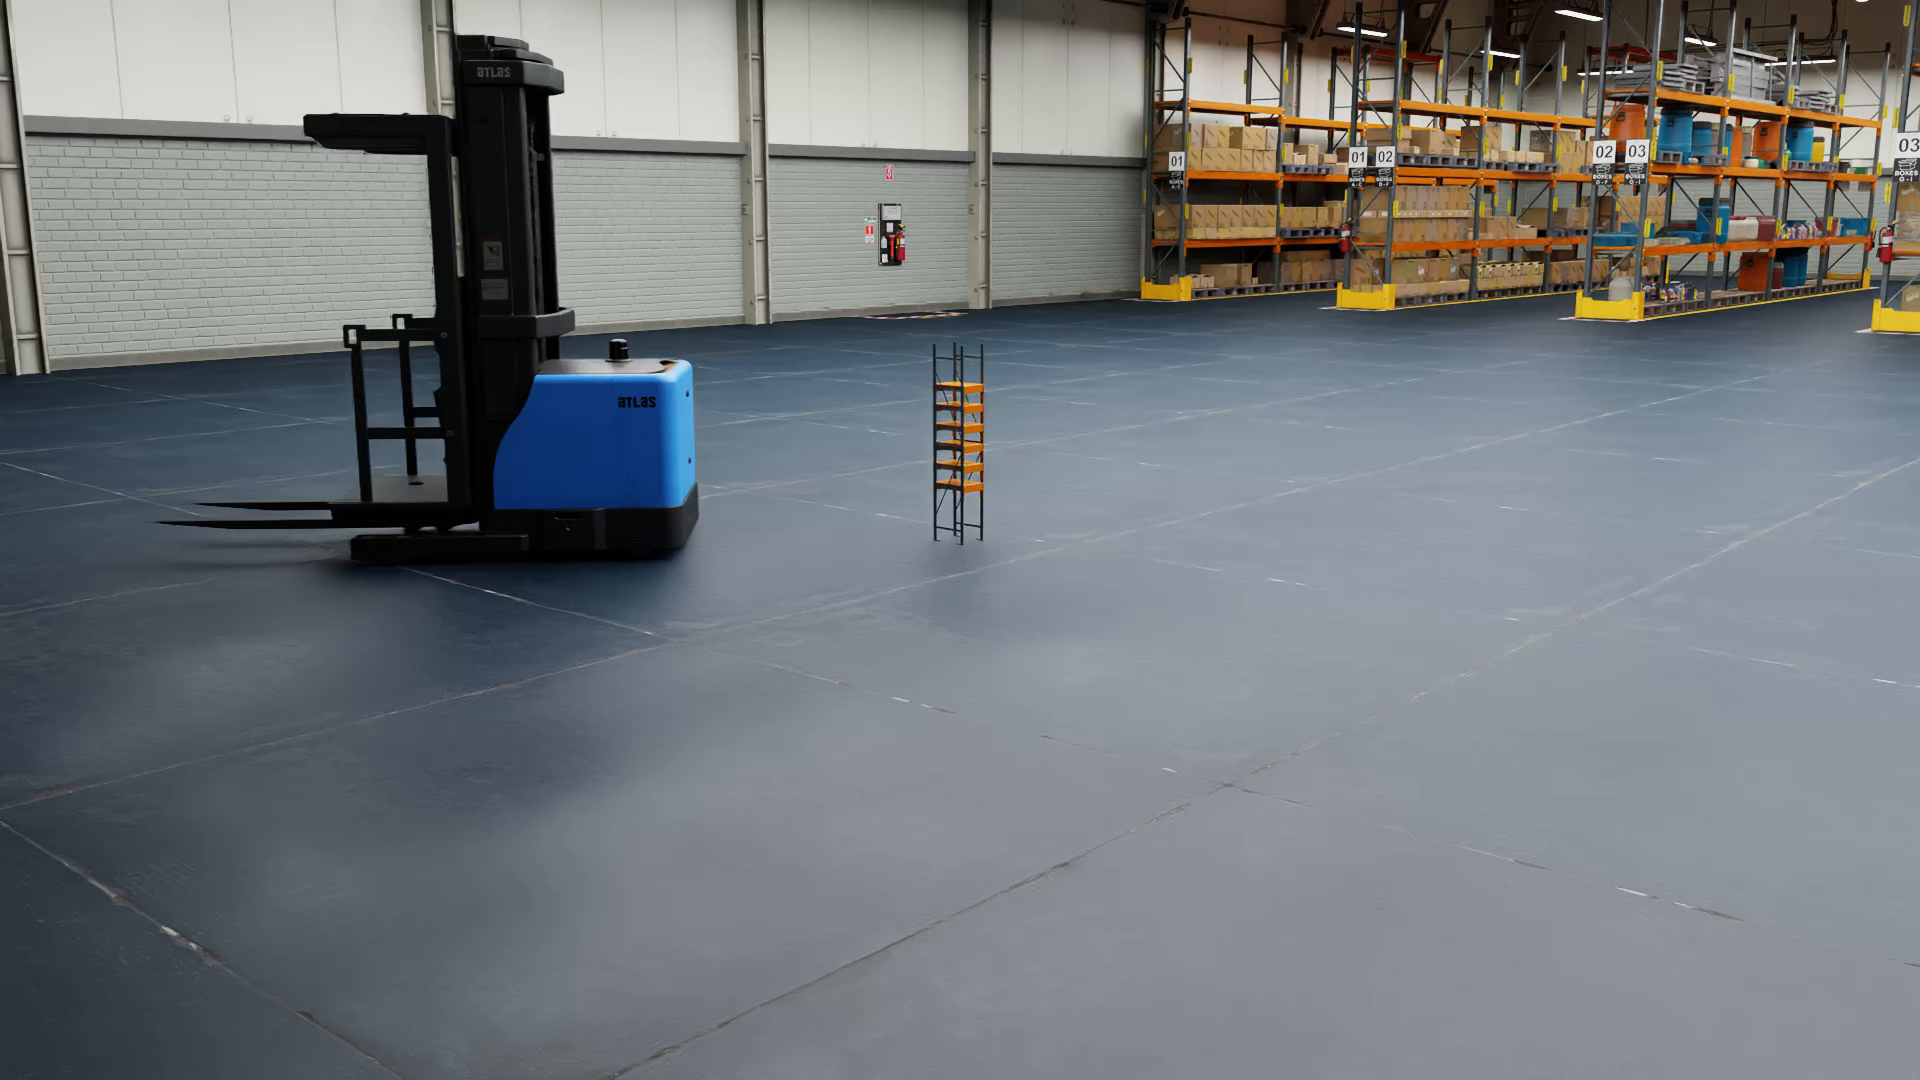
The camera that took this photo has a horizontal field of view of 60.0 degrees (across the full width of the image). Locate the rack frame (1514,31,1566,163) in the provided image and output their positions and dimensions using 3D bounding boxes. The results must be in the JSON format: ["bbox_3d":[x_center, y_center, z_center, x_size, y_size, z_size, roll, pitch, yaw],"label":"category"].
[{"bbox_3d":[13.553,-10.321,38.912,1.000,3.000,0.127,10,15,40],"label":"rack frame"}]

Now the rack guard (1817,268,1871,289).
[{"bbox_3d":[22.558,-6.695,42.454,1.175,0.500,0.348,10,15,40],"label":"rack guard"}]

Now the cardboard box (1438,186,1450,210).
[{"bbox_3d":[9.960,-7.262,35.344,0.700,0.500,0.500,10,15,40],"label":"cardboard box"}]

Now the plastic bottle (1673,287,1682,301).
[{"bbox_3d":[13.972,-4.799,32.410,0.152,0.276,0.135,10,15,41],"label":"plastic bottle"}]

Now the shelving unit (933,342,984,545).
[{"bbox_3d":[-0.010,-0.586,10.083,0.258,1.200,0.189,10,15,40],"label":"shelving unit"}]

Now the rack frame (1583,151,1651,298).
[{"bbox_3d":[11.990,-5.561,30.397,1.000,3.000,0.127,10,15,40],"label":"rack frame"}]

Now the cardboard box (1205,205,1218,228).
[{"bbox_3d":[5.423,-7.249,37.264,0.500,0.500,0.500,10,15,41],"label":"cardboard box"}]

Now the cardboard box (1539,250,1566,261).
[{"bbox_3d":[14.700,-7.065,41.269,0.500,0.250,0.500,9,15,39],"label":"cardboard box"}]

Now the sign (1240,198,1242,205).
[{"bbox_3d":[6.769,-8.070,40.000,0.100,0.325,0.005,10,15,40],"label":"sign"}]

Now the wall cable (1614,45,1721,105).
[{"bbox_3d":[21.144,-13.528,50.002,3.097,2.526,0.112,10,15,40],"label":"wall cable"}]

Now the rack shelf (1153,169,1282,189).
[{"bbox_3d":[5.868,-8.255,38.060,1.077,0.370,4.000,10,15,40],"label":"rack shelf"}]

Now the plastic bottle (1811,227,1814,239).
[{"bbox_3d":[19.653,-7.113,38.480,0.152,0.276,0.135,10,15,40],"label":"plastic bottle"}]

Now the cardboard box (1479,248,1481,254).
[{"bbox_3d":[14.775,-8.336,47.943,0.380,0.149,0.250,10,15,40],"label":"cardboard box"}]

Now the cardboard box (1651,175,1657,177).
[{"bbox_3d":[18.034,-9.697,43.826,0.500,0.250,0.500,10,15,40],"label":"cardboard box"}]

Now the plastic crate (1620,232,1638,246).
[{"bbox_3d":[12.529,-5.696,31.449,0.499,0.251,0.408,10,15,40],"label":"plastic crate"}]

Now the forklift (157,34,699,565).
[{"bbox_3d":[-3.142,-1.404,9.756,3.031,2.935,1.130,-1,11,-3],"label":"forklift"}]

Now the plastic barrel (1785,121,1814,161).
[{"bbox_3d":[18.900,-8.979,37.496,0.600,0.901,0.708,10,15,40],"label":"plastic barrel"}]

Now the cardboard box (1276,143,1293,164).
[{"bbox_3d":[7.610,-9.227,39.763,0.500,0.500,0.500,-9,15,-39],"label":"cardboard box"}]

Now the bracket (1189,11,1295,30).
[{"bbox_3d":[6.602,-12.158,38.919,0.076,0.066,4.783,10,15,40],"label":"bracket"}]

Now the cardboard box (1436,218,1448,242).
[{"bbox_3d":[9.947,-6.622,35.452,0.700,0.500,0.500,10,15,41],"label":"cardboard box"}]

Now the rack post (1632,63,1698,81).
[{"bbox_3d":[13.246,-8.755,31.264,0.937,0.300,0.954,9,15,39],"label":"rack post"}]

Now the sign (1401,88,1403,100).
[{"bbox_3d":[12.069,-12.161,45.332,0.100,0.325,0.005,10,15,40],"label":"sign"}]

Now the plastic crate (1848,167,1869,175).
[{"bbox_3d":[22.115,-9.100,40.999,0.450,0.188,0.336,10,15,40],"label":"plastic crate"}]

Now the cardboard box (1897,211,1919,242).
[{"bbox_3d":[16.094,-5.193,27.539,0.875,0.500,0.500,10,15,40],"label":"cardboard box"}]

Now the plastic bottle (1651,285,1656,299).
[{"bbox_3d":[13.781,-4.926,33.057,0.097,0.271,0.097,0,11,0],"label":"plastic bottle"}]

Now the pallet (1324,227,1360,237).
[{"bbox_3d":[9.439,-7.807,42.128,1.213,0.211,1.003,10,15,40],"label":"pallet"}]

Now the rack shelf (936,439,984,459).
[{"bbox_3d":[-0.010,-0.543,10.092,0.258,0.103,0.180,10,15,40],"label":"rack shelf"}]

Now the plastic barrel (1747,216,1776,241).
[{"bbox_3d":[17.192,-6.698,35.739,0.600,0.536,0.708,10,15,40],"label":"plastic barrel"}]

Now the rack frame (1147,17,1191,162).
[{"bbox_3d":[4.548,-9.784,36.223,1.000,3.000,0.127,10,15,40],"label":"rack frame"}]

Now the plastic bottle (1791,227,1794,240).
[{"bbox_3d":[18.659,-6.881,37.331,0.097,0.271,0.097,0,11,0],"label":"plastic bottle"}]

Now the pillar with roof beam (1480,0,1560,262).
[{"bbox_3d":[19.476,-12.091,47.771,9.100,9.000,0.548,10,15,40],"label":"pillar with roof beam"}]

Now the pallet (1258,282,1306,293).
[{"bbox_3d":[7.701,-6.178,40.604,1.003,0.211,1.213,10,15,40],"label":"pallet"}]

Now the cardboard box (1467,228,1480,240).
[{"bbox_3d":[11.204,-6.795,36.958,0.500,0.250,0.500,11,16,44],"label":"cardboard box"}]

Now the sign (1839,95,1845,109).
[{"bbox_3d":[20.323,-10.095,38.312,0.100,0.325,0.005,10,15,40],"label":"sign"}]

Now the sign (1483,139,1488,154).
[{"bbox_3d":[11.330,-8.483,35.842,0.100,0.325,0.005,10,15,40],"label":"sign"}]

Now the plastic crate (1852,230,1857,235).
[{"bbox_3d":[22.150,-7.672,41.485,0.396,0.136,0.243,10,15,40],"label":"plastic crate"}]

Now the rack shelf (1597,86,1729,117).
[{"bbox_3d":[13.310,-8.249,31.392,1.077,0.370,4.000,10,15,40],"label":"rack shelf"}]

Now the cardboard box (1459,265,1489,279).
[{"bbox_3d":[11.372,-5.952,36.869,0.500,0.311,0.500,10,15,41],"label":"cardboard box"}]

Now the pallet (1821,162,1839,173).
[{"bbox_3d":[19.467,-8.577,38.321,1.213,0.211,1.003,10,15,40],"label":"pallet"}]

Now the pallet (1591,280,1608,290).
[{"bbox_3d":[15.685,-6.476,42.095,1.003,0.211,1.213,10,15,40],"label":"pallet"}]

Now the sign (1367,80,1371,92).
[{"bbox_3d":[10.243,-11.389,41.672,0.100,0.325,0.005,10,15,40],"label":"sign"}]

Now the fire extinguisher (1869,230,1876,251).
[{"bbox_3d":[22.993,-7.658,42.044,0.296,0.674,0.183,10,15,40],"label":"fire extinguisher"}]

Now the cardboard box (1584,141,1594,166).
[{"bbox_3d":[15.381,-9.577,41.261,0.600,0.600,0.600,10,15,40],"label":"cardboard box"}]

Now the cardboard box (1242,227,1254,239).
[{"bbox_3d":[6.448,-7.110,38.482,0.500,0.250,0.500,10,15,40],"label":"cardboard box"}]

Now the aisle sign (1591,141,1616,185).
[{"bbox_3d":[11.719,-6.864,30.282,0.394,0.787,0.004,10,15,40],"label":"aisle sign"}]

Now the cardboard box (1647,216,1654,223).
[{"bbox_3d":[18.069,-8.355,44.128,0.500,0.500,0.500,10,15,41],"label":"cardboard box"}]

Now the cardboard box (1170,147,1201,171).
[{"bbox_3d":[4.957,-8.389,36.589,0.500,0.500,0.500,10,15,42],"label":"cardboard box"}]

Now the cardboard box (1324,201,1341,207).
[{"bbox_3d":[9.423,-8.498,42.067,0.380,0.149,0.250,7,13,31],"label":"cardboard box"}]

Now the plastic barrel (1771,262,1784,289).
[{"bbox_3d":[18.327,-6.002,37.688,0.600,0.588,0.708,10,15,40],"label":"plastic barrel"}]

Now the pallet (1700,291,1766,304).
[{"bbox_3d":[16.730,-5.262,36.018,1.003,0.211,1.213,10,15,40],"label":"pallet"}]

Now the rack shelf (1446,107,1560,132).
[{"bbox_3d":[12.232,-9.478,37.548,1.077,0.370,4.000,10,15,40],"label":"rack shelf"}]

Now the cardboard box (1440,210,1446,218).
[{"bbox_3d":[10.054,-6.904,35.206,0.380,0.149,0.250,10,15,42],"label":"cardboard box"}]

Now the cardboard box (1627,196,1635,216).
[{"bbox_3d":[17.056,-8.616,42.883,0.500,0.500,0.500,9,15,39],"label":"cardboard box"}]
